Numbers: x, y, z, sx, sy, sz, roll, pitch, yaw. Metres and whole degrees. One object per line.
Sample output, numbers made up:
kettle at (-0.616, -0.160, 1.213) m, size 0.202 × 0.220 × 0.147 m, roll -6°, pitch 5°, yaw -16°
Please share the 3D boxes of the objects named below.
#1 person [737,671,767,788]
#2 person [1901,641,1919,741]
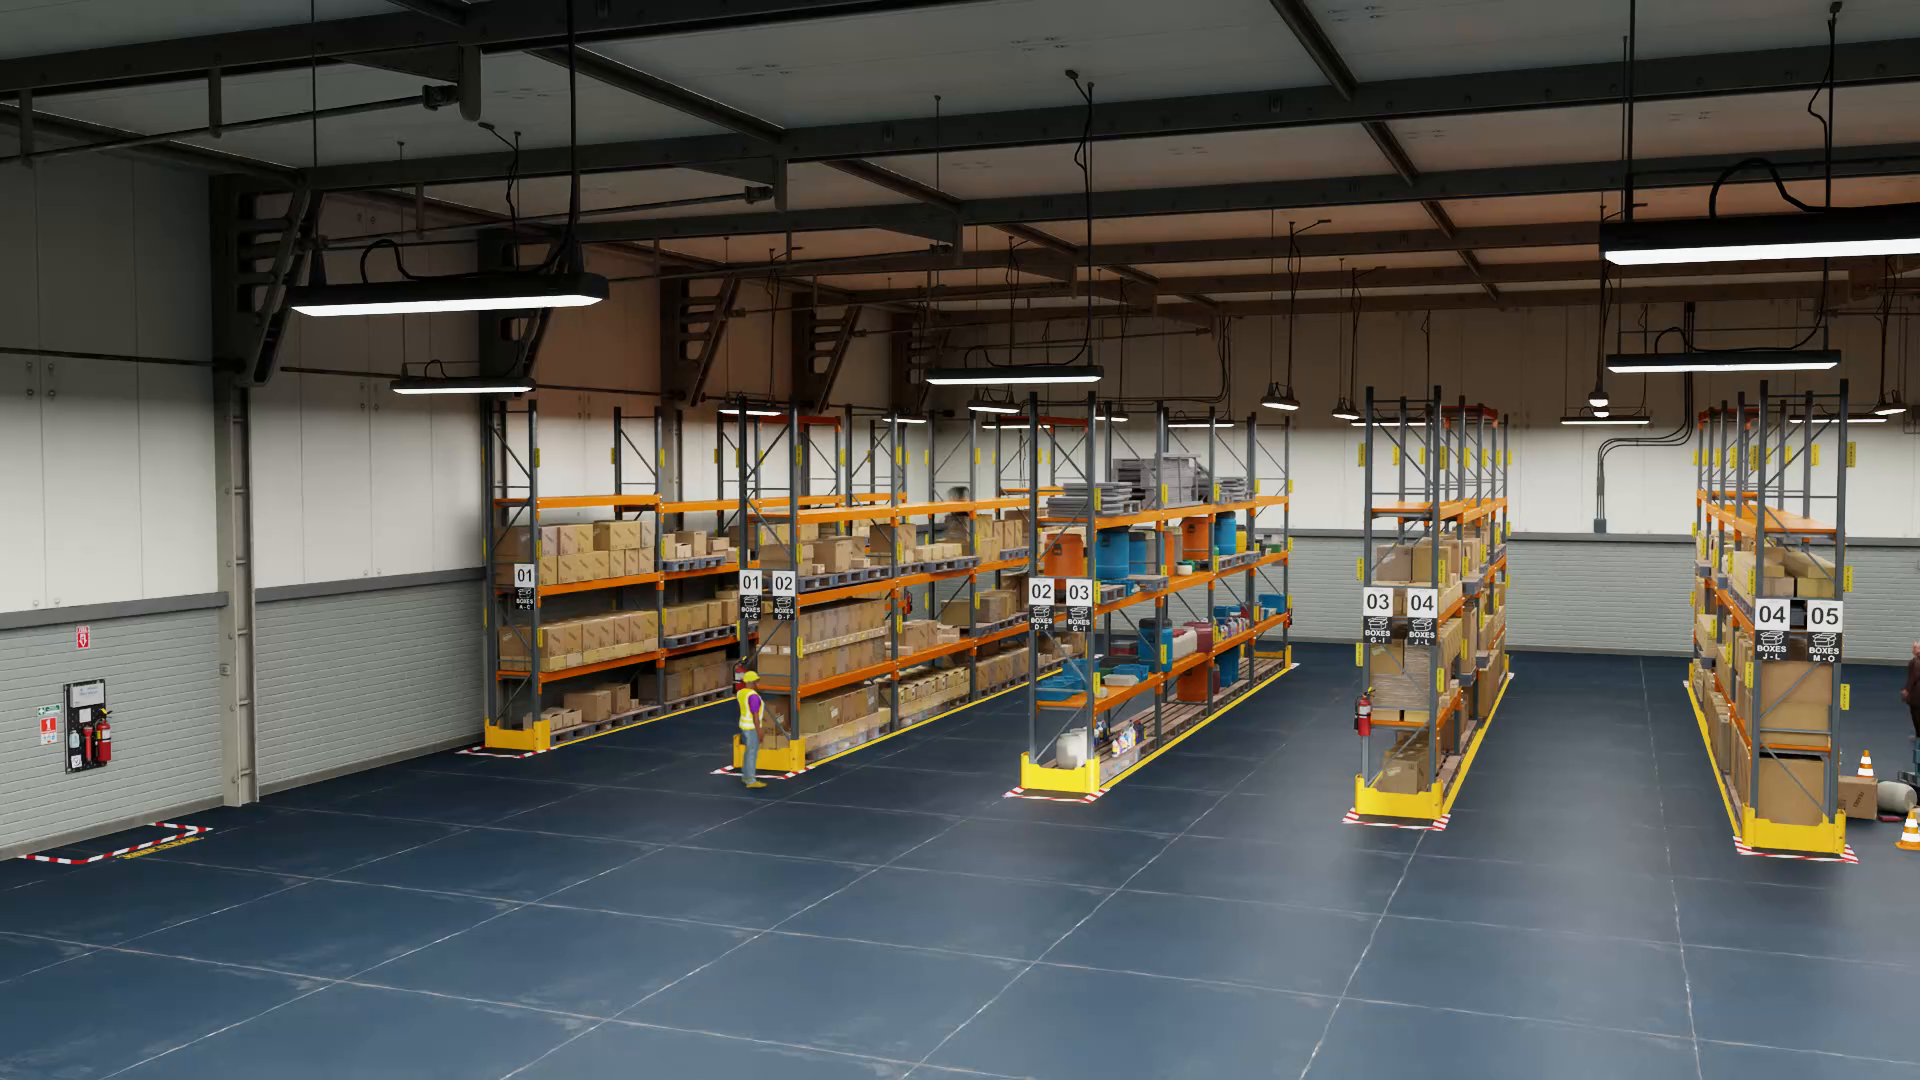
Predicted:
person at (-3.172, 2.884, 25.326) m, size 0.406 × 1.792 × 0.654 m, roll -1°, pitch 3°, yaw -20°
person at (16.831, 2.655, 29.228) m, size 0.645 × 1.768 × 0.506 m, roll -1°, pitch 3°, yaw -20°
